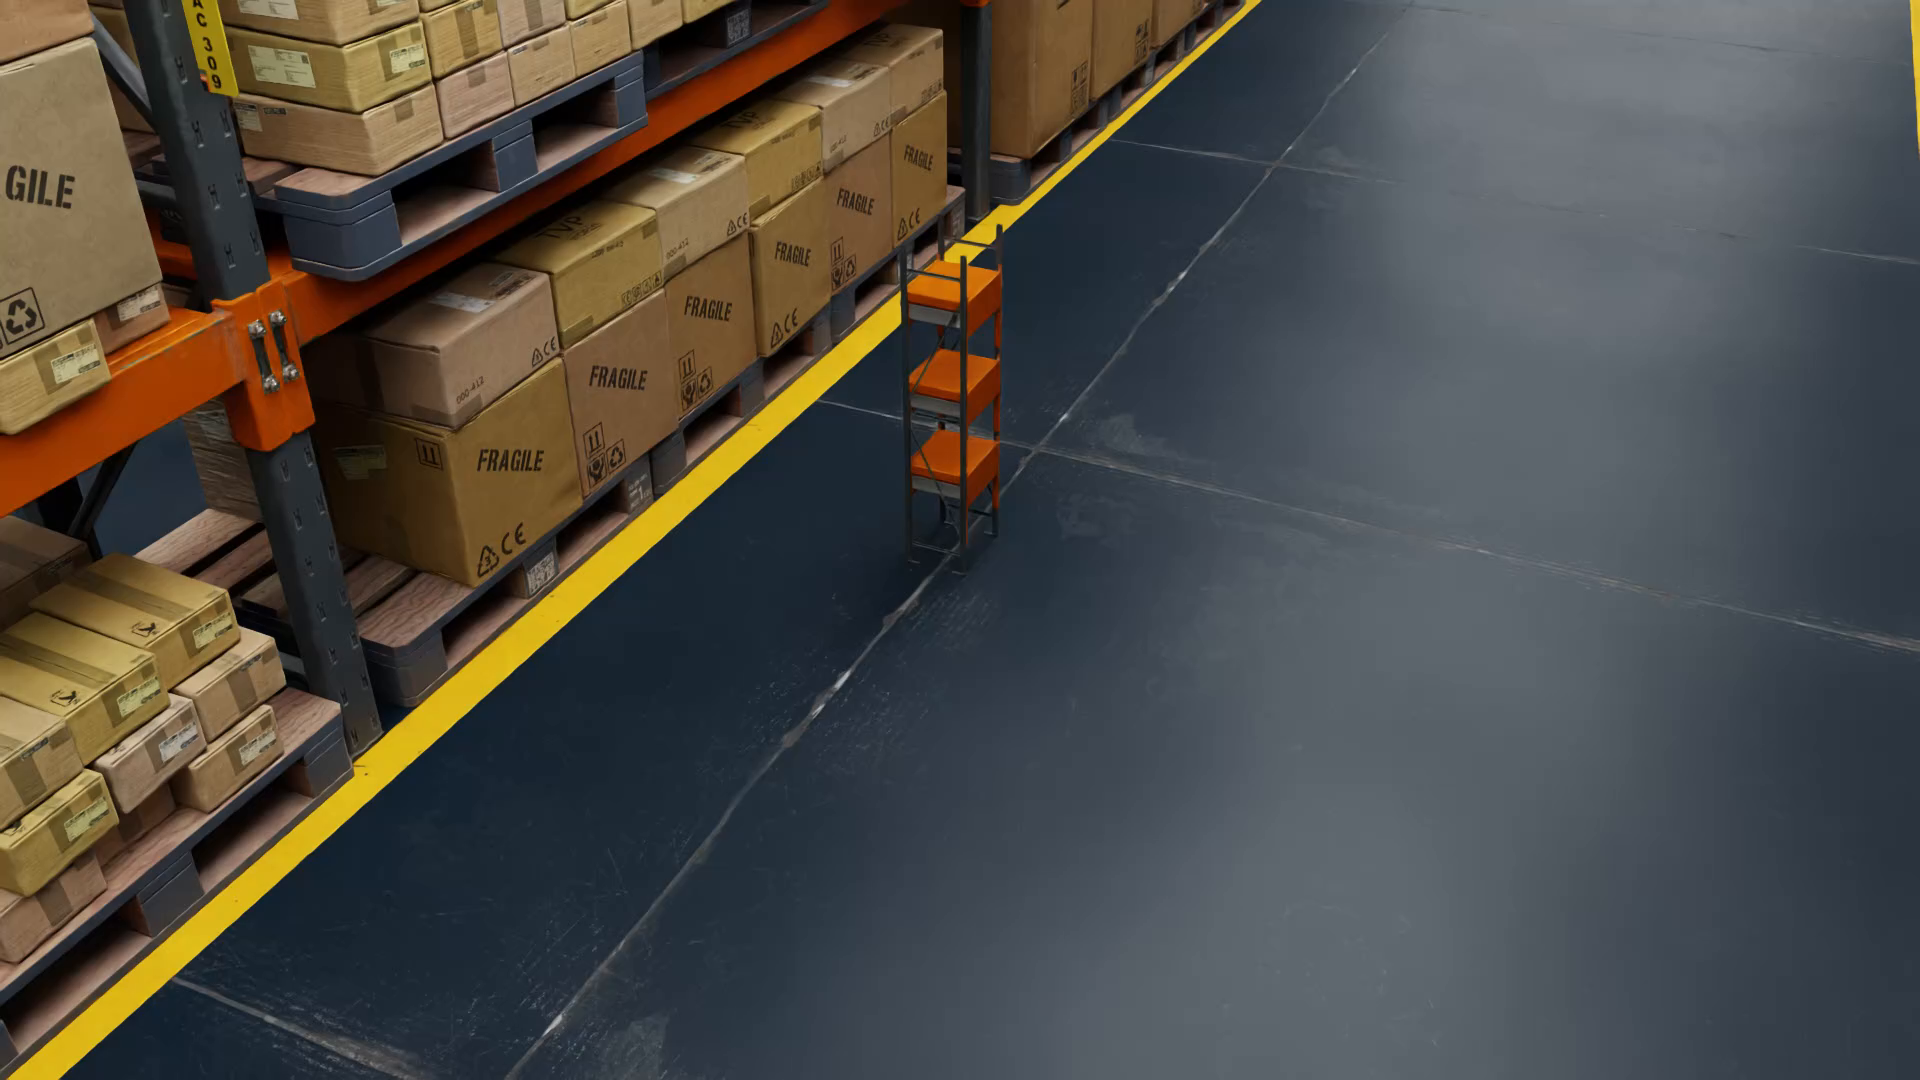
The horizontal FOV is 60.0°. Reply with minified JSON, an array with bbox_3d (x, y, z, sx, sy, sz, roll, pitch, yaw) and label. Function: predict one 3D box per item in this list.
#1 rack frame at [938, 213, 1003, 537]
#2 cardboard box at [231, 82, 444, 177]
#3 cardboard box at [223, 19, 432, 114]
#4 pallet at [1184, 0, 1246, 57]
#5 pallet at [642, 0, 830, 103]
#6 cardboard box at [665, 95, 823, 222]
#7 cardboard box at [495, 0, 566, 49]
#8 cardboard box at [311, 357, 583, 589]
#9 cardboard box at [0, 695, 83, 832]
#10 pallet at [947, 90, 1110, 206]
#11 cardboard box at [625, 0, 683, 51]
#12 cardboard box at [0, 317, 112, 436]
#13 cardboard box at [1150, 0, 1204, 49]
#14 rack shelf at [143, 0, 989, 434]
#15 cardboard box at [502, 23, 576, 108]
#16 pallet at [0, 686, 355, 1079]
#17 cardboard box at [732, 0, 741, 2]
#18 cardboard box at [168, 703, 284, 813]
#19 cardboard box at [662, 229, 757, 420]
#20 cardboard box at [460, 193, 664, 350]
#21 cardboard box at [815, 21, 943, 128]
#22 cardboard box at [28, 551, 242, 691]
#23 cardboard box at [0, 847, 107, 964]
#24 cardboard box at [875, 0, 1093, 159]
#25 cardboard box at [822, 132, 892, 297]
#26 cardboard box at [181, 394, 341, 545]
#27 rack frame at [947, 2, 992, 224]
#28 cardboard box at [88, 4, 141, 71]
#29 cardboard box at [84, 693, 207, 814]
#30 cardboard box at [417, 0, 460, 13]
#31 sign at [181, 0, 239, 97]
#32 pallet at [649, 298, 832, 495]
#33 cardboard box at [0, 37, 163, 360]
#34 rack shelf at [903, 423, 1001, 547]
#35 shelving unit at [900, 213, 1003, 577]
[{"bbox_3d":[0.029,-0.473,5.014,0.200,1.050,0.008,14,36,20],"label":"rack frame"},{"bbox_3d":[-1.436,-0.975,3.848,0.380,0.149,0.250,12,35,18],"label":"cardboard box"},{"bbox_3d":[-1.436,-1.100,3.766,0.380,0.149,0.250,15,36,21],"label":"cardboard box"},{"bbox_3d":[1.074,-3.231,9.984,1.003,0.211,1.213,14,36,20],"label":"pallet"},{"bbox_3d":[-1.136,-1.731,5.329,1.003,0.211,1.213,14,36,20],"label":"pallet"},{"bbox_3d":[-0.821,-1.346,5.780,0.500,0.250,0.500,15,36,22],"label":"cardboard box"},{"bbox_3d":[-1.221,-1.358,4.160,0.380,0.149,0.250,15,36,22],"label":"cardboard box"},{"bbox_3d":[-1.468,-0.251,4.795,0.500,0.500,0.500,16,36,22],"label":"cardboard box"},{"bbox_3d":[-2.099,0.453,3.498,0.380,0.149,0.250,14,36,20],"label":"cardboard box"},{"bbox_3d":[0.054,-2.015,8.131,1.003,0.211,1.213,14,36,20],"label":"pallet"},{"bbox_3d":[-1.005,-1.490,4.633,0.380,0.149,0.250,13,35,18],"label":"cardboard box"},{"bbox_3d":[-1.934,-0.360,3.292,0.380,0.149,0.250,13,36,19],"label":"cardboard box"},{"bbox_3d":[0.744,-3.224,9.100,1.050,0.750,0.750,14,36,20],"label":"cardboard box"},{"bbox_3d":[-1.182,-1.509,5.472,1.077,0.370,4.000,14,36,20],"label":"rack shelf"},{"bbox_3d":[-1.217,-1.238,4.249,0.380,0.149,0.250,14,36,21],"label":"cardboard box"},{"bbox_3d":[-2.267,0.695,3.998,1.003,0.211,1.213,14,36,20],"label":"pallet"},{"bbox_3d":[-0.786,-1.751,5.032,0.380,0.149,0.250,13,35,18],"label":"cardboard box"},{"bbox_3d":[-1.873,0.476,4.005,0.380,0.149,0.250,15,36,21],"label":"cardboard box"},{"bbox_3d":[-1.041,-0.779,5.600,0.500,0.500,0.500,15,36,21],"label":"cardboard box"},{"bbox_3d":[-1.249,-0.831,4.995,0.500,0.250,0.500,15,36,22],"label":"cardboard box"},{"bbox_3d":[-0.393,-1.849,6.547,0.500,0.250,0.500,13,36,19],"label":"cardboard box"},{"bbox_3d":[-1.931,0.191,3.898,0.380,0.149,0.250,15,36,22],"label":"cardboard box"},{"bbox_3d":[-2.109,0.733,3.614,0.380,0.149,0.250,13,35,19],"label":"cardboard box"},{"bbox_3d":[-0.008,-2.324,7.727,1.050,0.750,0.750,14,36,20],"label":"cardboard box"},{"bbox_3d":[-0.603,-1.291,6.380,0.500,0.500,0.500,16,36,22],"label":"cardboard box"},{"bbox_3d":[-1.937,-0.371,4.976,0.500,0.500,0.500,13,36,20],"label":"cardboard box"},{"bbox_3d":[-0.345,-2.806,6.794,1.000,3.000,0.127,14,36,20],"label":"rack frame"},{"bbox_3d":[-2.031,-1.252,3.999,0.380,0.149,0.250,15,36,22],"label":"cardboard box"},{"bbox_3d":[-1.963,0.446,3.780,0.380,0.149,0.250,12,35,18],"label":"cardboard box"},{"bbox_3d":[-1.325,-1.364,3.899,0.380,0.149,0.250,15,36,22],"label":"cardboard box"},{"bbox_3d":[-1.522,-1.055,3.334,0.100,0.325,0.005,14,36,20],"label":"sign"},{"bbox_3d":[-1.185,-0.646,6.042,1.003,0.211,1.213,14,36,20],"label":"pallet"},{"bbox_3d":[-1.964,-0.674,3.181,0.500,0.500,0.500,14,36,21],"label":"cardboard box"},{"bbox_3d":[-0.022,-0.171,5.080,0.215,0.259,0.240,14,36,20],"label":"rack shelf"},{"bbox_3d":[-0.022,-0.412,4.921,0.215,1.050,0.252,14,36,20],"label":"shelving unit"}]
